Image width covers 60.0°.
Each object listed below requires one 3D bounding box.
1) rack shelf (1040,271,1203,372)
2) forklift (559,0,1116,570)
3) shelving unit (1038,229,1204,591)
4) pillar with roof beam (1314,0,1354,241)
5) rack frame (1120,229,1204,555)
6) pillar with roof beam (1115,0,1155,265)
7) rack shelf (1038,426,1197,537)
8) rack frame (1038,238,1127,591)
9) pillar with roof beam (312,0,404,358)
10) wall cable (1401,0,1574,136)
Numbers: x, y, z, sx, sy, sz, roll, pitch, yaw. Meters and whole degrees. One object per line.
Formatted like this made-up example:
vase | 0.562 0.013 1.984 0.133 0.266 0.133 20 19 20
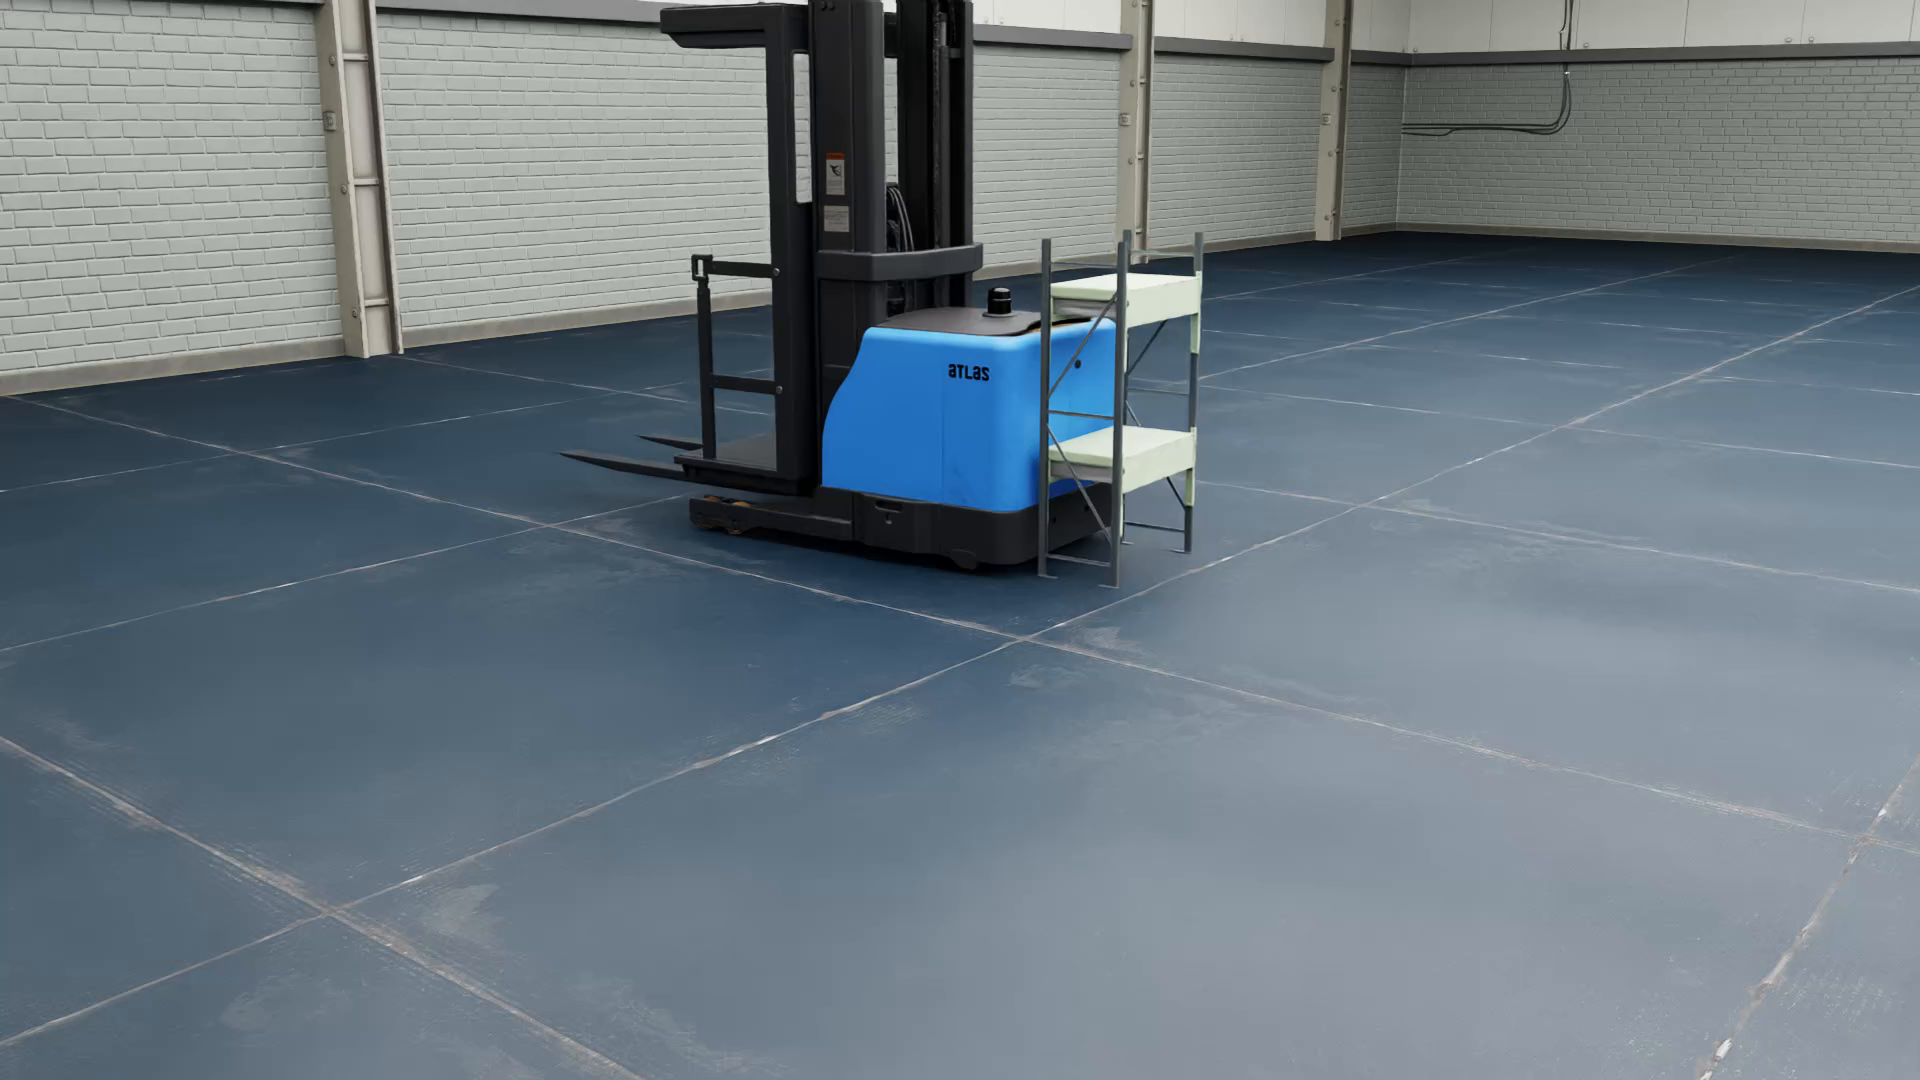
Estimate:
rack shelf | 0.724 -0.989 7.386 0.431 0.370 0.720 9 17 32
forklift | -0.748 -1.543 8.243 3.031 2.935 1.130 9 17 32
shelving unit | 0.724 -0.611 7.482 0.431 1.500 0.755 9 17 32
pillar with roof beam | 9.550 -8.765 24.351 9.100 9.000 0.400 11 18 38
rack frame | 0.927 -0.686 7.778 0.400 1.500 0.023 9 17 32
pillar with roof beam | 5.779 -7.616 19.828 9.100 9.000 0.400 11 18 38
rack shelf | 0.724 -0.295 7.563 0.431 0.370 0.720 9 17 32
rack frame | 0.522 -0.536 7.187 0.400 1.500 0.023 9 17 32
pillar with roof beam | -1.763 -5.318 10.781 9.100 9.000 0.400 11 18 38
wall cable | 9.082 -8.286 28.771 3.097 2.526 0.112 11 18 38
